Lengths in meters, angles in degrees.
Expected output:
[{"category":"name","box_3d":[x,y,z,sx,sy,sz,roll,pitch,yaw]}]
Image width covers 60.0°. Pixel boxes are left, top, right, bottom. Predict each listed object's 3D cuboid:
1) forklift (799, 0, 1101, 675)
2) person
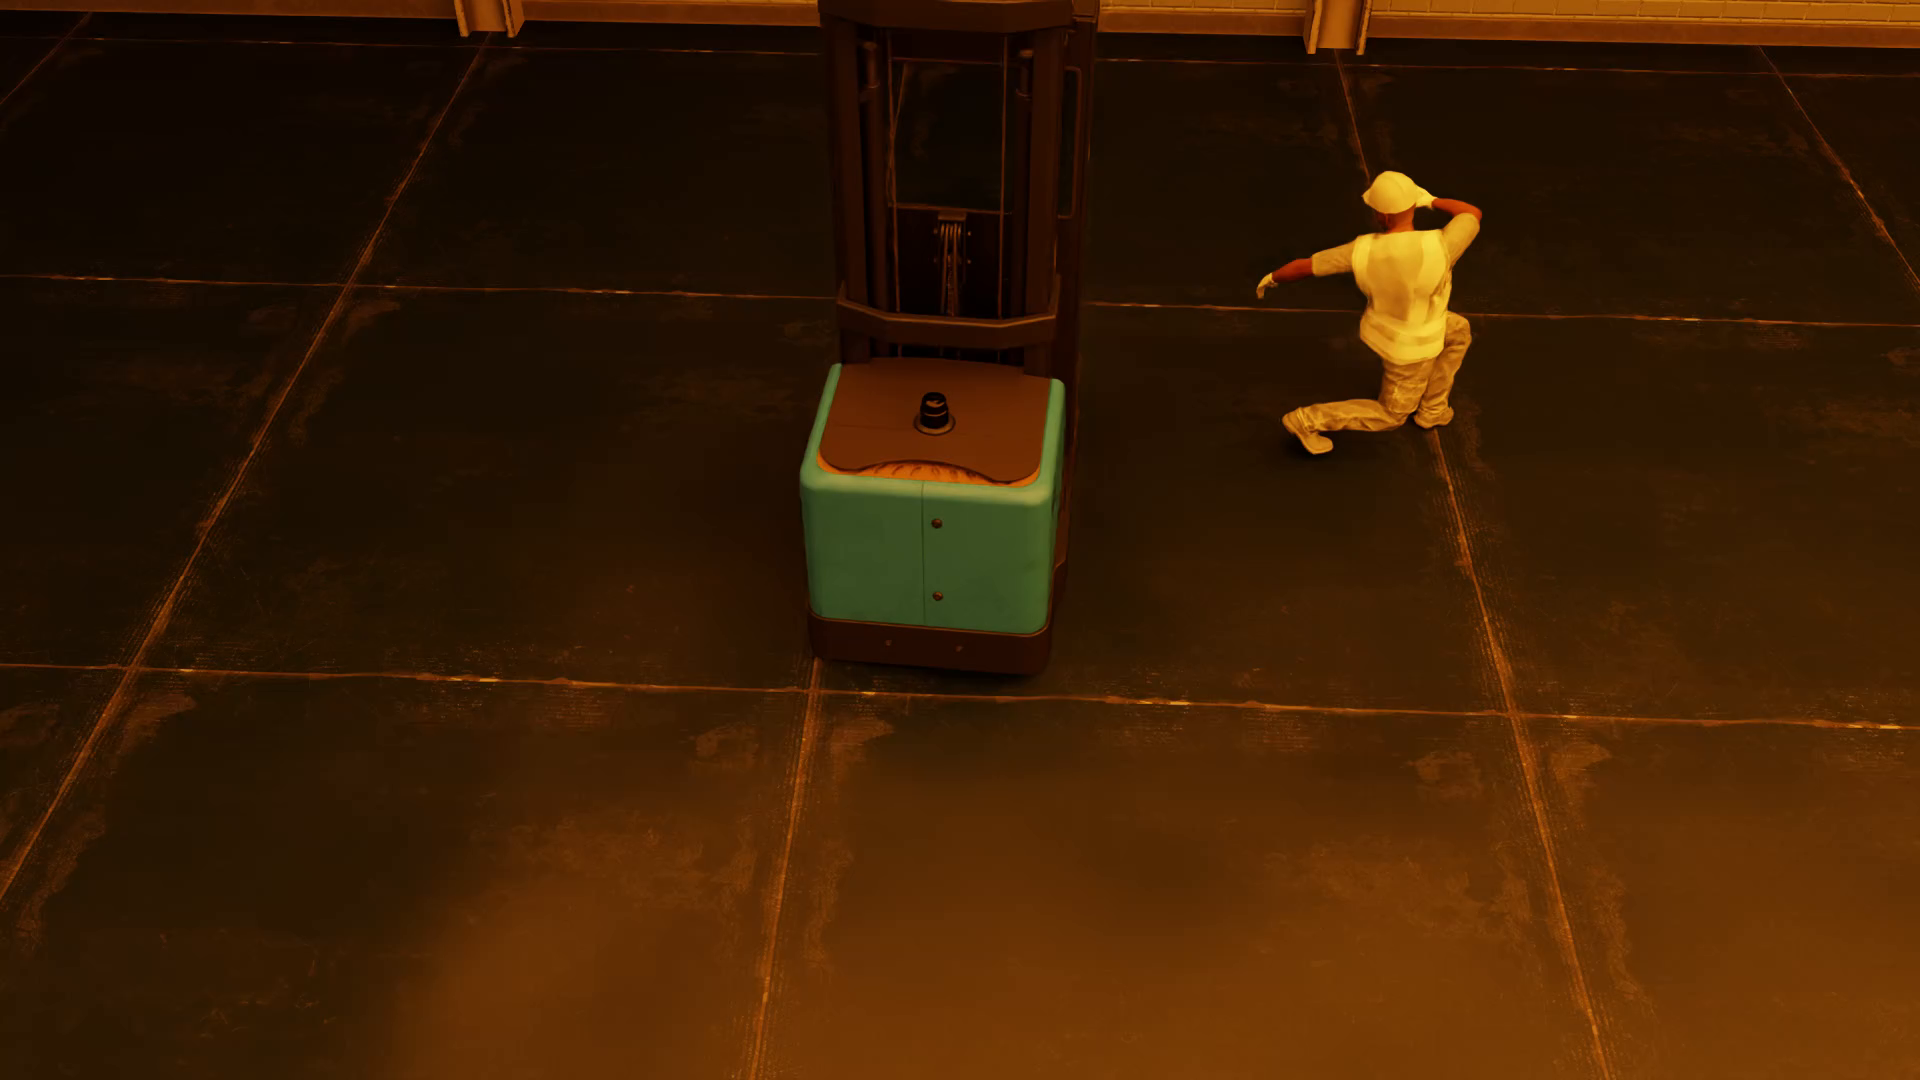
[{"category":"forklift","box_3d":[0.022,-1.493,7.377,1.130,2.935,3.031,4,43,5]},{"category":"person","box_3d":[2.023,-1.170,8.099,0.995,1.501,0.857,-19,46,-20]}]
